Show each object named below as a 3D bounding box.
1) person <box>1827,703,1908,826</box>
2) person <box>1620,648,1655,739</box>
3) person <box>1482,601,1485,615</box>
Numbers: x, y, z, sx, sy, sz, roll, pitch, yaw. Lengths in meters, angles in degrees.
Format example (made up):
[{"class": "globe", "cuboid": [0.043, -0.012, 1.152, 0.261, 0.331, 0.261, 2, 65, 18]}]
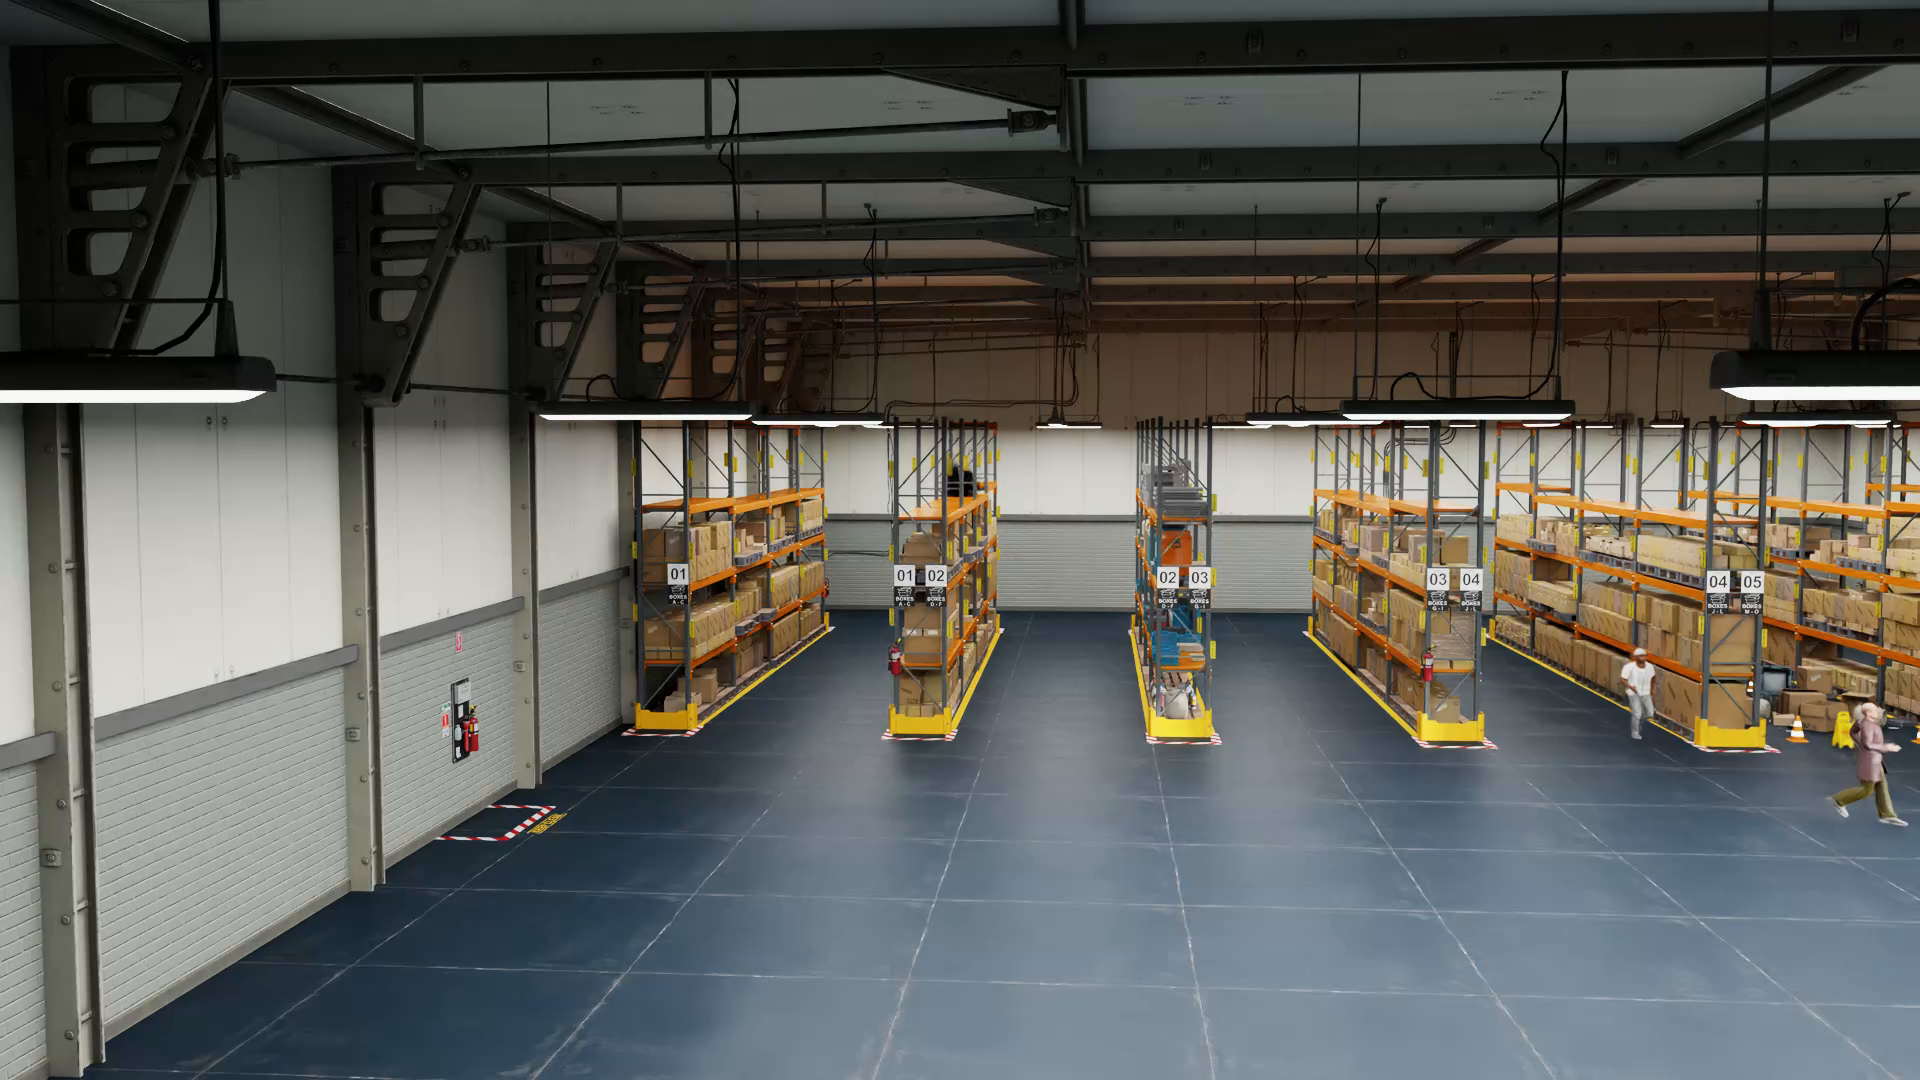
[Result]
[{"class": "person", "cuboid": [13.183, 3.240, 24.114, 1.047, 1.768, 0.708, 2, 4, 29]}, {"class": "person", "cuboid": [12.629, 2.854, 30.877, 0.710, 1.701, 0.602, 0, 4, -3]}, {"class": "person", "cuboid": [13.266, 2.053, 43.206, 0.699, 1.683, 0.771, 1, 4, 8]}]
